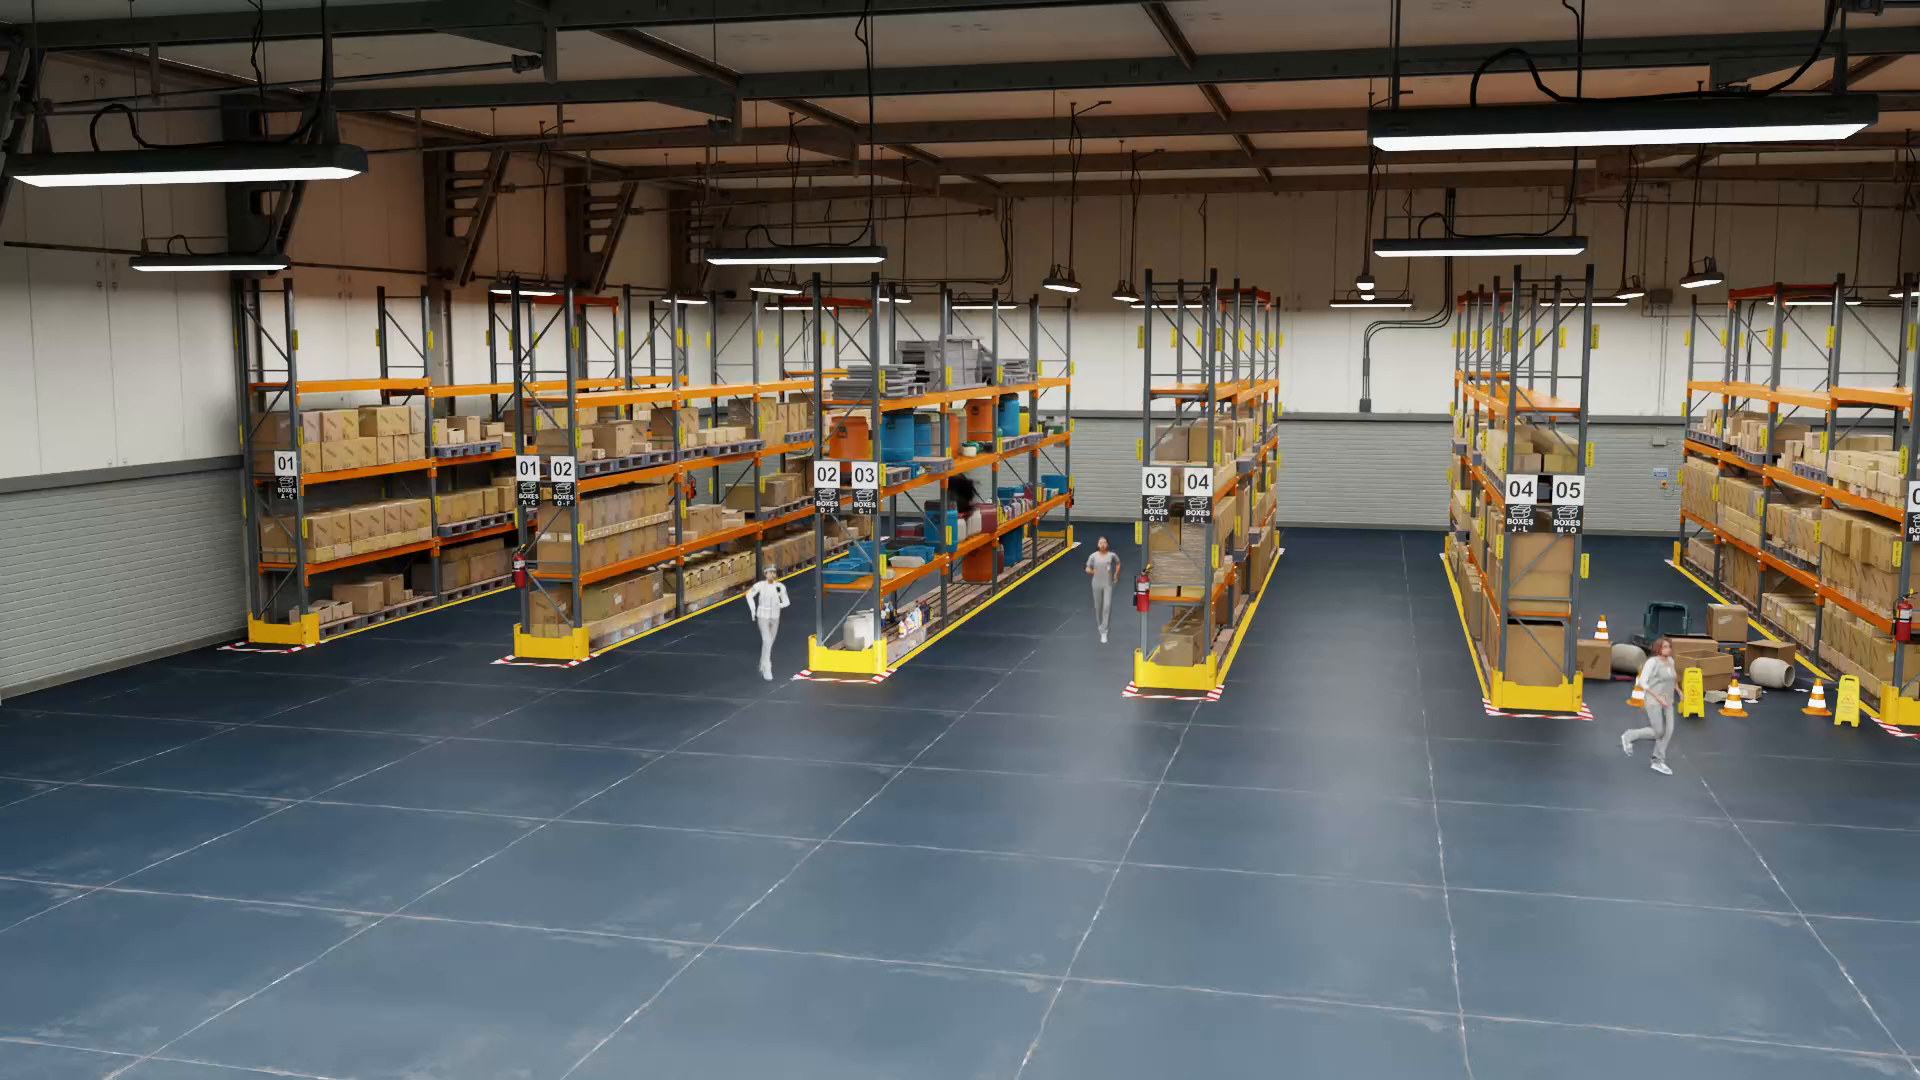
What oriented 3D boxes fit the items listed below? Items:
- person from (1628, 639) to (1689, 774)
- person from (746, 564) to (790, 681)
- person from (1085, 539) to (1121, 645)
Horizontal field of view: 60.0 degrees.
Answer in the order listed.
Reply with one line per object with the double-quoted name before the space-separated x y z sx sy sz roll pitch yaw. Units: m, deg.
"person" 8.182 1.919 19.426 0.533 1.573 0.588 -3 8 -26
"person" -2.825 1.191 24.780 0.600 1.698 0.685 -3 8 -24
"person" 2.322 0.816 27.082 0.567 1.644 0.955 1 7 7
